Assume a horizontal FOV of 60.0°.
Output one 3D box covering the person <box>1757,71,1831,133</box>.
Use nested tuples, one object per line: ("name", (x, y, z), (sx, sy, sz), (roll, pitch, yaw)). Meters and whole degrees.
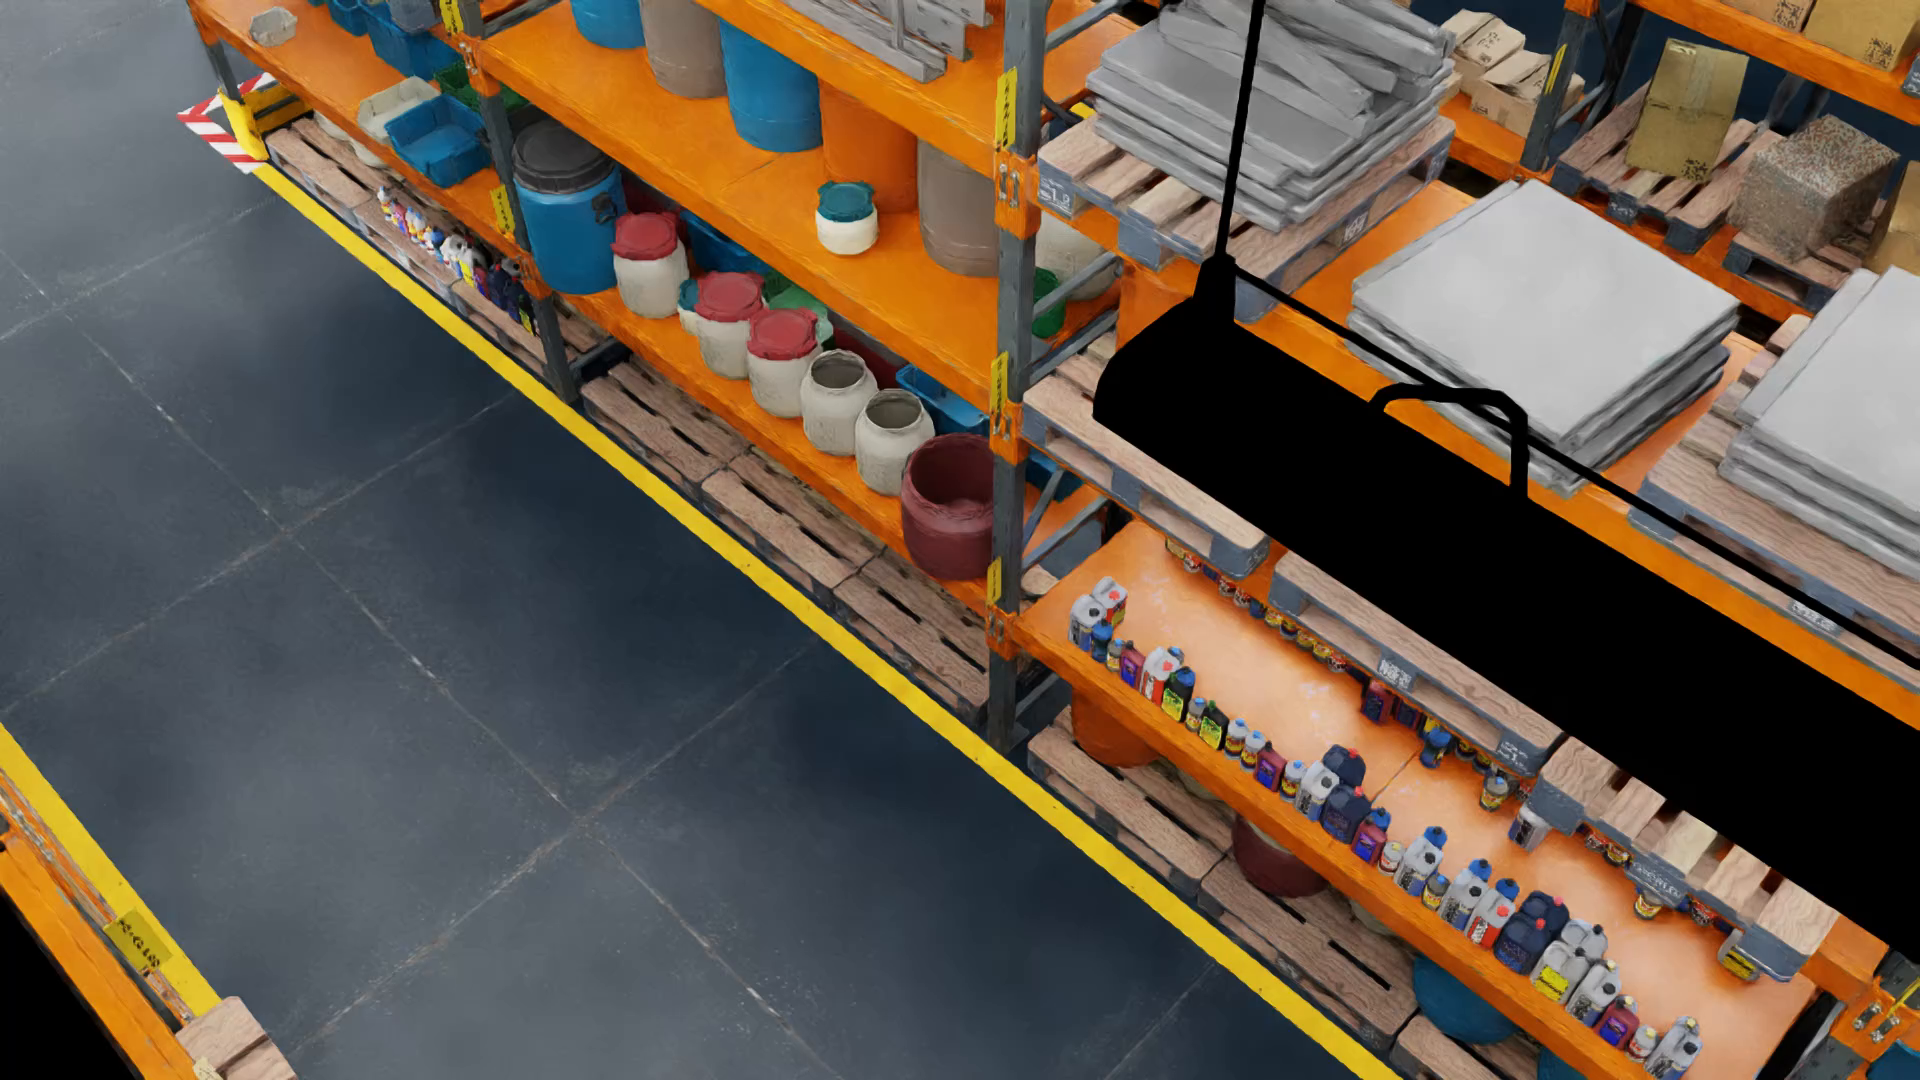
("person", (6.480, -3.697, 12.434), (0.526, 1.737, 0.372), (14, 51, 12))
